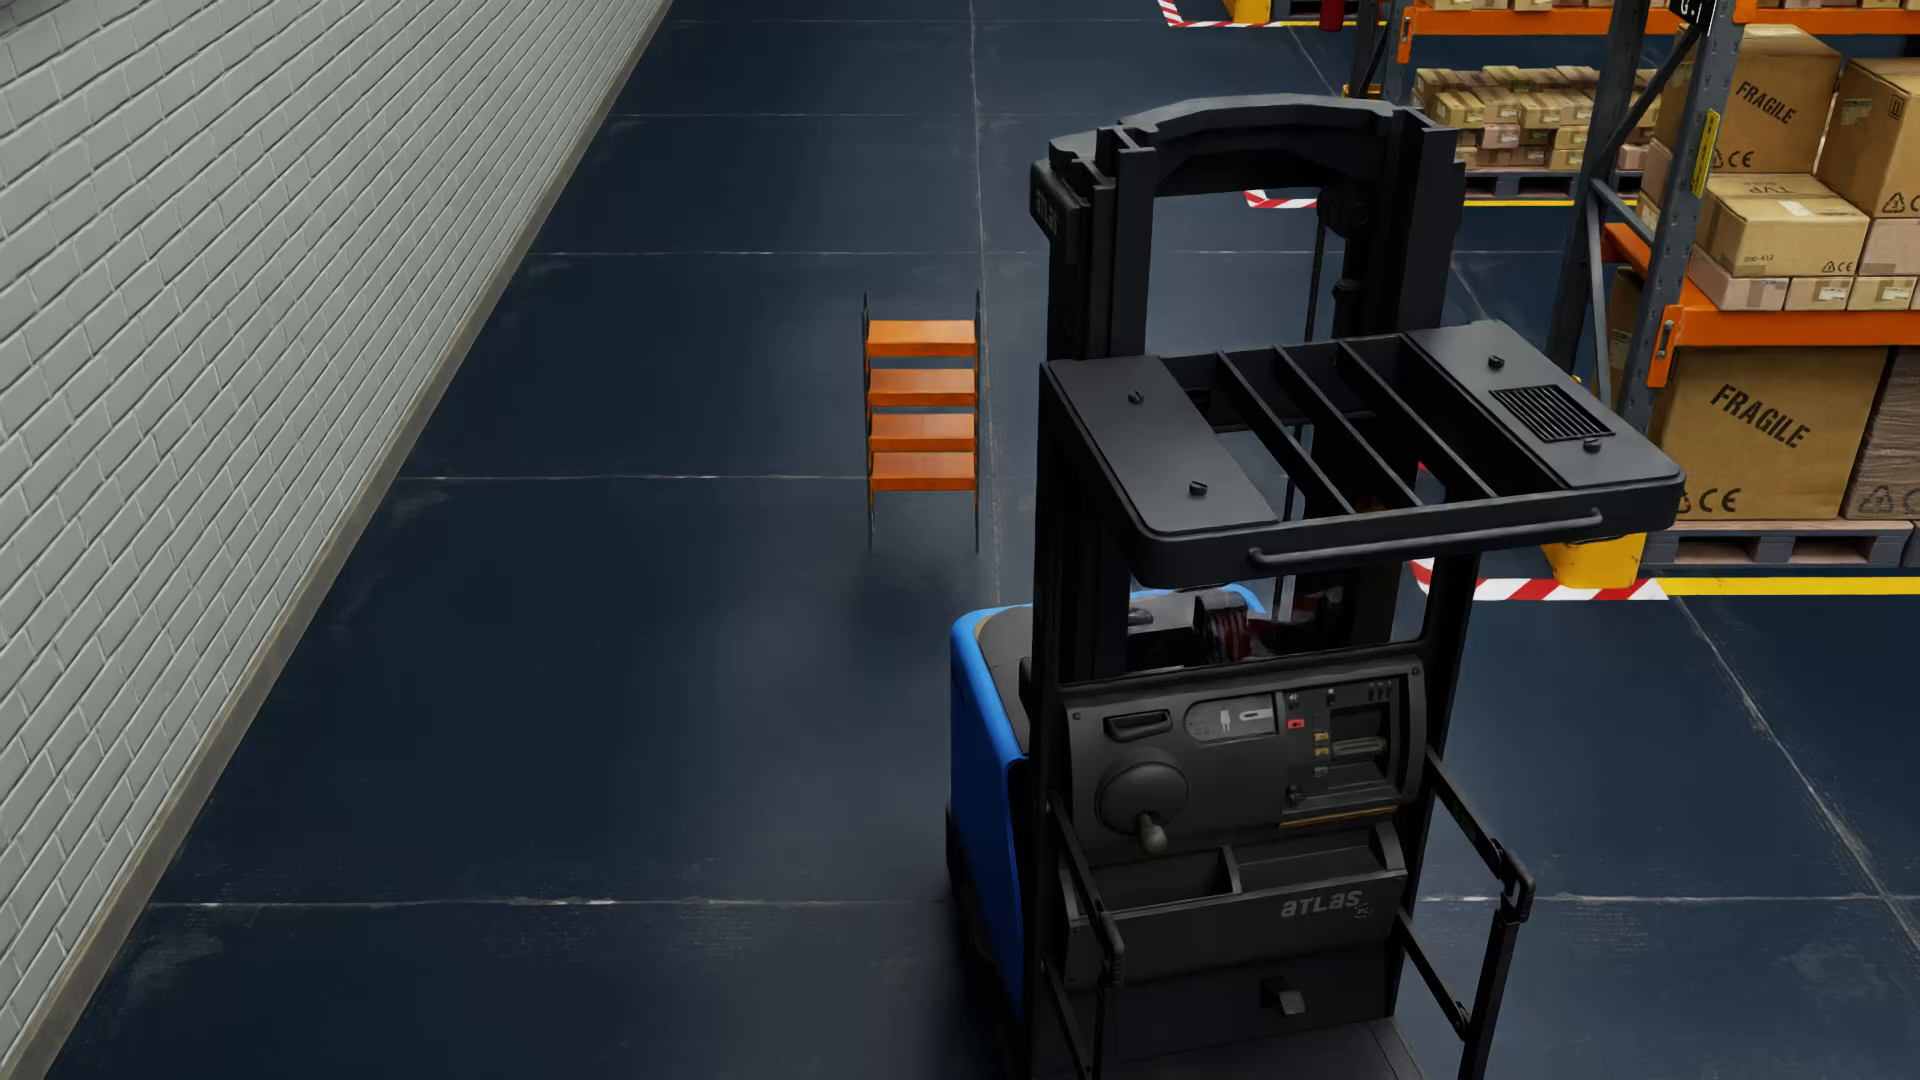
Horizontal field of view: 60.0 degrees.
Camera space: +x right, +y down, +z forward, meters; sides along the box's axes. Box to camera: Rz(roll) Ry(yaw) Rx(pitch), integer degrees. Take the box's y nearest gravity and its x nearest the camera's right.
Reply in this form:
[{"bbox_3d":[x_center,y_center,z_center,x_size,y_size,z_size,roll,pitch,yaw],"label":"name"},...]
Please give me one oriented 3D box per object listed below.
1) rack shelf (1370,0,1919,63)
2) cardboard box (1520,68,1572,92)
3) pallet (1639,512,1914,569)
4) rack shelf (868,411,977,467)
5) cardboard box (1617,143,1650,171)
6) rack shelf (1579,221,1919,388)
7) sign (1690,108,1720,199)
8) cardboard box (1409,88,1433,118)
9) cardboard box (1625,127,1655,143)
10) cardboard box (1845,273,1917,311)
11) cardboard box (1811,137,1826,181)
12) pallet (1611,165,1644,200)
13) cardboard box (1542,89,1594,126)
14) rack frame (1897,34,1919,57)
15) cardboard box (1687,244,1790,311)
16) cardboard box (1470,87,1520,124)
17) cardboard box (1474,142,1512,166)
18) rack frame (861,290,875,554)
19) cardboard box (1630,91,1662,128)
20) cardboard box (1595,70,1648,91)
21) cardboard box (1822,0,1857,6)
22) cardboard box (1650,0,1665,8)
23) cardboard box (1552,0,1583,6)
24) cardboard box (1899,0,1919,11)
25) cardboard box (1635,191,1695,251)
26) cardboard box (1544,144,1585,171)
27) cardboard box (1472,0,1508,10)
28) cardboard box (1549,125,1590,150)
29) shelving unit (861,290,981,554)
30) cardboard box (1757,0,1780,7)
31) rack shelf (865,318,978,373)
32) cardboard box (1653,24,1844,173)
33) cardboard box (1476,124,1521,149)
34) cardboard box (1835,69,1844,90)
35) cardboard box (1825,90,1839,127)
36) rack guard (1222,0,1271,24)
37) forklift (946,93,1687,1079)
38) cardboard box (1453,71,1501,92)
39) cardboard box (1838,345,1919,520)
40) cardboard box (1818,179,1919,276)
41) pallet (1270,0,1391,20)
[{"bbox_3d":[4.938,-3.641,11.552,4.000,0.370,1.077,0,31,0],"label":"rack shelf"},{"bbox_3d":[4.235,-3.296,12.060,0.250,0.149,0.380,-1,31,-2],"label":"cardboard box"},{"bbox_3d":[3.666,-0.220,7.909,1.213,0.211,1.003,0,31,0],"label":"pallet"},{"bbox_3d":[-0.166,-0.455,7.473,0.480,0.148,0.258,0,31,0],"label":"rack shelf"},{"bbox_3d":[4.734,-2.736,11.711,0.250,0.149,0.380,-2,31,-3],"label":"cardboard box"},{"bbox_3d":[4.867,-1.068,7.312,4.000,0.370,1.077,0,31,0],"label":"rack shelf"},{"bbox_3d":[2.864,-1.485,6.395,0.005,0.325,0.100,0,31,0],"label":"sign"},{"bbox_3d":[3.464,-3.180,12.156,0.250,0.149,0.380,-1,31,-2],"label":"cardboard box"},{"bbox_3d":[4.775,-2.934,11.750,0.250,0.149,0.380,1,31,2],"label":"cardboard box"},{"bbox_3d":[3.736,-1.094,6.904,0.250,0.149,0.380,-1,31,-1],"label":"cardboard box"},{"bbox_3d":[3.857,-1.572,7.308,0.500,0.250,0.500,-1,31,-1],"label":"cardboard box"},{"bbox_3d":[5.043,-2.737,12.057,1.213,0.211,1.003,0,31,0],"label":"pallet"},{"bbox_3d":[4.239,-3.024,11.612,0.250,0.149,0.380,-2,31,-3],"label":"cardboard box"},{"bbox_3d":[6.938,-3.955,11.376,0.127,3.000,1.000,0,31,0],"label":"rack frame"},{"bbox_3d":[3.224,-1.092,6.899,0.250,0.149,0.380,0,31,0],"label":"cardboard box"},{"bbox_3d":[3.739,-3.046,11.648,0.250,0.149,0.380,0,31,1],"label":"cardboard box"},{"bbox_3d":[3.725,-2.782,11.787,0.250,0.149,0.380,0,31,0],"label":"cardboard box"},{"bbox_3d":[-0.410,-0.512,7.437,0.015,1.200,0.240,0,31,0],"label":"rack frame"},{"bbox_3d":[4.780,-2.997,11.568,0.250,0.149,0.380,0,31,0],"label":"cardboard box"},{"bbox_3d":[4.767,-3.269,12.016,0.250,0.149,0.380,-1,31,-2],"label":"cardboard box"},{"bbox_3d":[5.871,-3.732,11.252,0.250,0.149,0.380,-1,31,-2],"label":"cardboard box"},{"bbox_3d":[4.564,-3.707,11.210,0.250,0.149,0.380,-1,31,-1],"label":"cardboard box"},{"bbox_3d":[4.046,-3.733,11.253,0.250,0.149,0.380,1,31,2],"label":"cardboard box"},{"bbox_3d":[6.397,-3.668,11.145,0.250,0.149,0.380,-1,31,-2],"label":"cardboard box"},{"bbox_3d":[3.221,-1.434,7.463,0.250,0.149,0.380,0,31,1],"label":"cardboard box"},{"bbox_3d":[4.230,-2.730,11.701,0.250,0.149,0.380,0,31,0],"label":"cardboard box"},{"bbox_3d":[3.518,-3.688,11.179,0.250,0.149,0.380,1,31,1],"label":"cardboard box"},{"bbox_3d":[4.239,-2.861,11.631,0.250,0.149,0.380,1,31,1],"label":"cardboard box"},{"bbox_3d":[-0.166,-0.512,7.438,0.503,1.200,0.258,0,31,0],"label":"shelving unit"},{"bbox_3d":[5.345,-3.720,11.232,0.250,0.149,0.380,-1,31,-1],"label":"cardboard box"},{"bbox_3d":[-0.166,-0.848,7.234,0.480,0.148,0.258,0,31,0],"label":"rack shelf"},{"bbox_3d":[3.352,-1.890,7.109,0.500,0.500,0.500,0,31,0],"label":"cardboard box"},{"bbox_3d":[3.738,-2.870,11.645,0.250,0.149,0.380,0,31,-1],"label":"cardboard box"},{"bbox_3d":[6.316,-3.306,12.077,0.250,0.149,0.380,1,31,2],"label":"cardboard box"},{"bbox_3d":[6.079,-3.008,11.585,0.250,0.149,0.380,0,31,-1],"label":"cardboard box"},{"bbox_3d":[2.783,-5.441,16.235,0.348,0.500,1.175,0,31,0],"label":"rack guard"},{"bbox_3d":[0.765,0.588,3.956,1.130,2.935,3.031,-6,32,-10],"label":"forklift"},{"bbox_3d":[3.717,-3.261,12.003,0.250,0.149,0.380,0,31,1],"label":"cardboard box"},{"bbox_3d":[4.416,-0.687,7.633,0.875,0.875,0.875,0,31,0],"label":"cardboard box"},{"bbox_3d":[3.868,-1.299,6.856,0.500,0.250,0.500,-1,31,-1],"label":"cardboard box"},{"bbox_3d":[3.606,-5.360,16.381,1.213,0.211,1.003,0,31,0],"label":"pallet"}]
